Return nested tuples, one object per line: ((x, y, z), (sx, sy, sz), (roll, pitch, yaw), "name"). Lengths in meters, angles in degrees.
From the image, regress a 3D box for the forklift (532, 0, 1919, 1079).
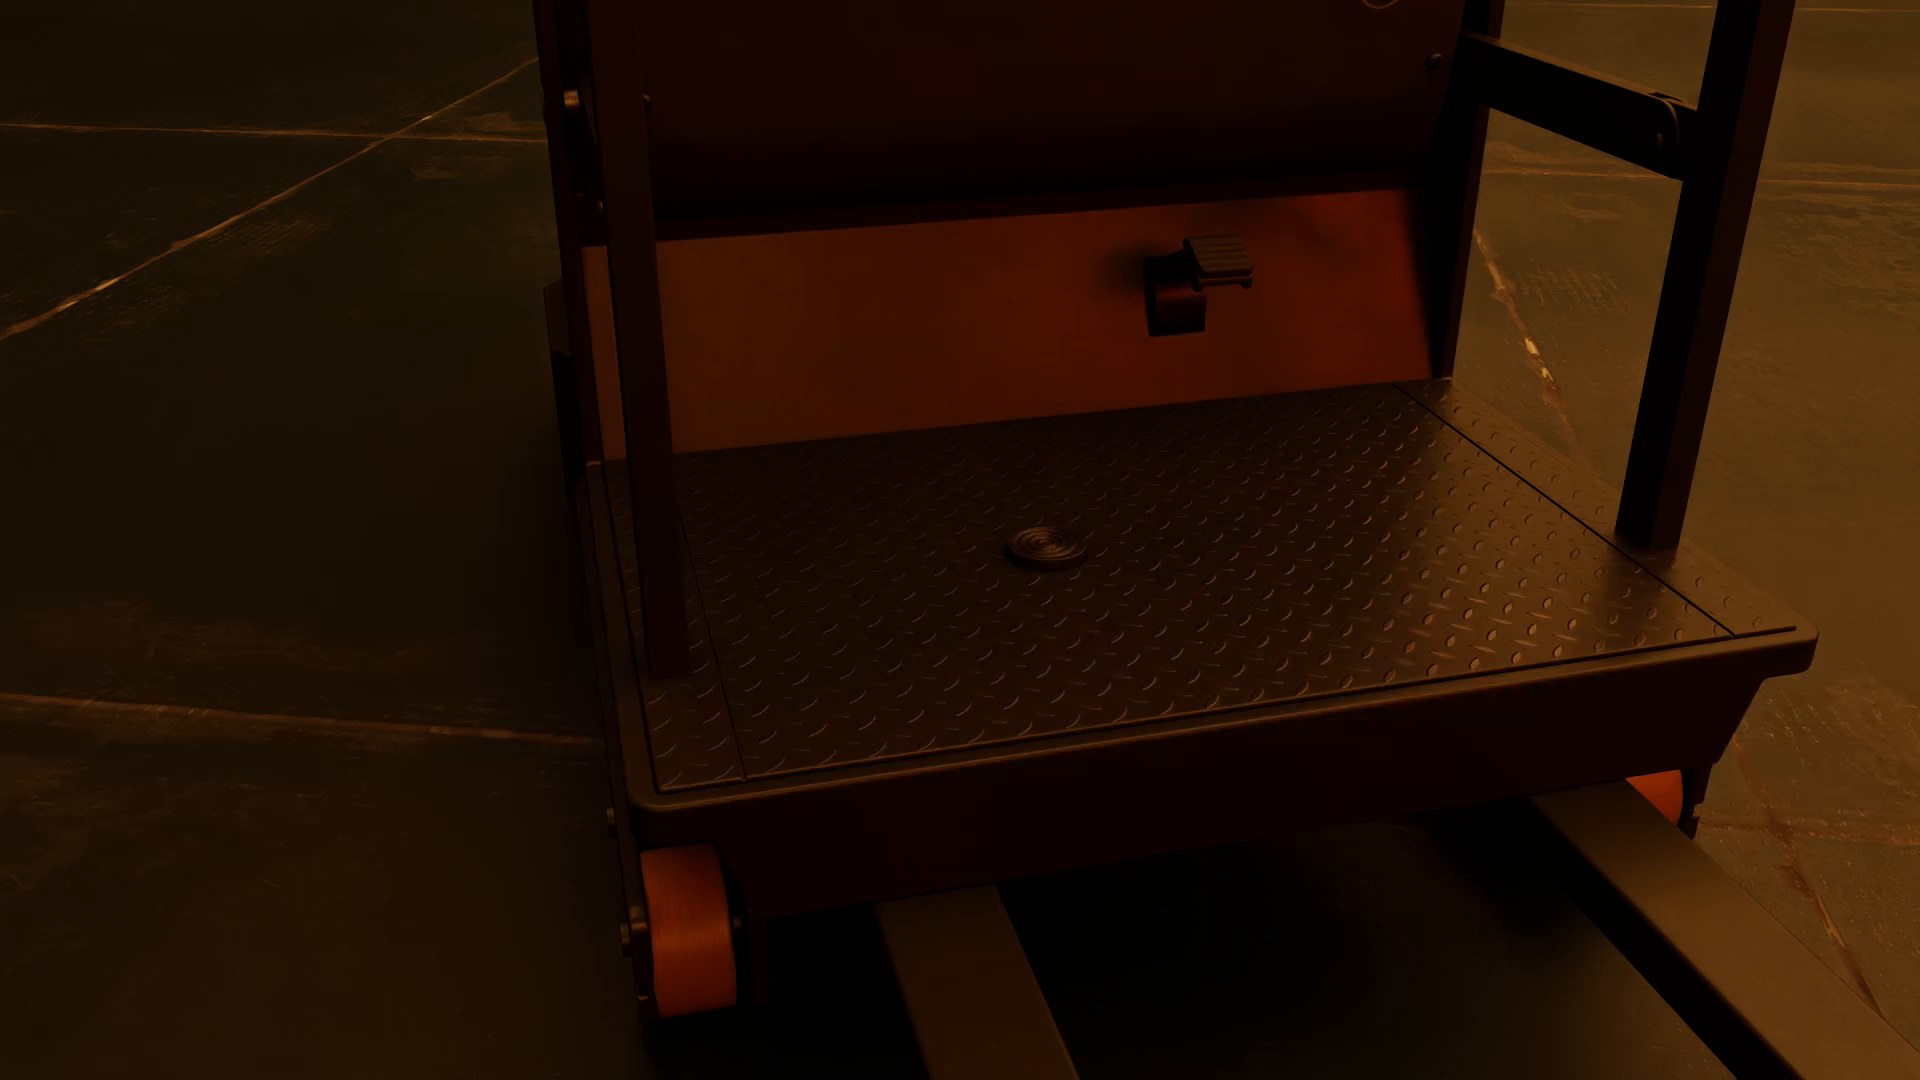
((0.153, -1.049, 1.319), (1.130, 2.935, 3.031), (-7, 27, -13), "forklift")
